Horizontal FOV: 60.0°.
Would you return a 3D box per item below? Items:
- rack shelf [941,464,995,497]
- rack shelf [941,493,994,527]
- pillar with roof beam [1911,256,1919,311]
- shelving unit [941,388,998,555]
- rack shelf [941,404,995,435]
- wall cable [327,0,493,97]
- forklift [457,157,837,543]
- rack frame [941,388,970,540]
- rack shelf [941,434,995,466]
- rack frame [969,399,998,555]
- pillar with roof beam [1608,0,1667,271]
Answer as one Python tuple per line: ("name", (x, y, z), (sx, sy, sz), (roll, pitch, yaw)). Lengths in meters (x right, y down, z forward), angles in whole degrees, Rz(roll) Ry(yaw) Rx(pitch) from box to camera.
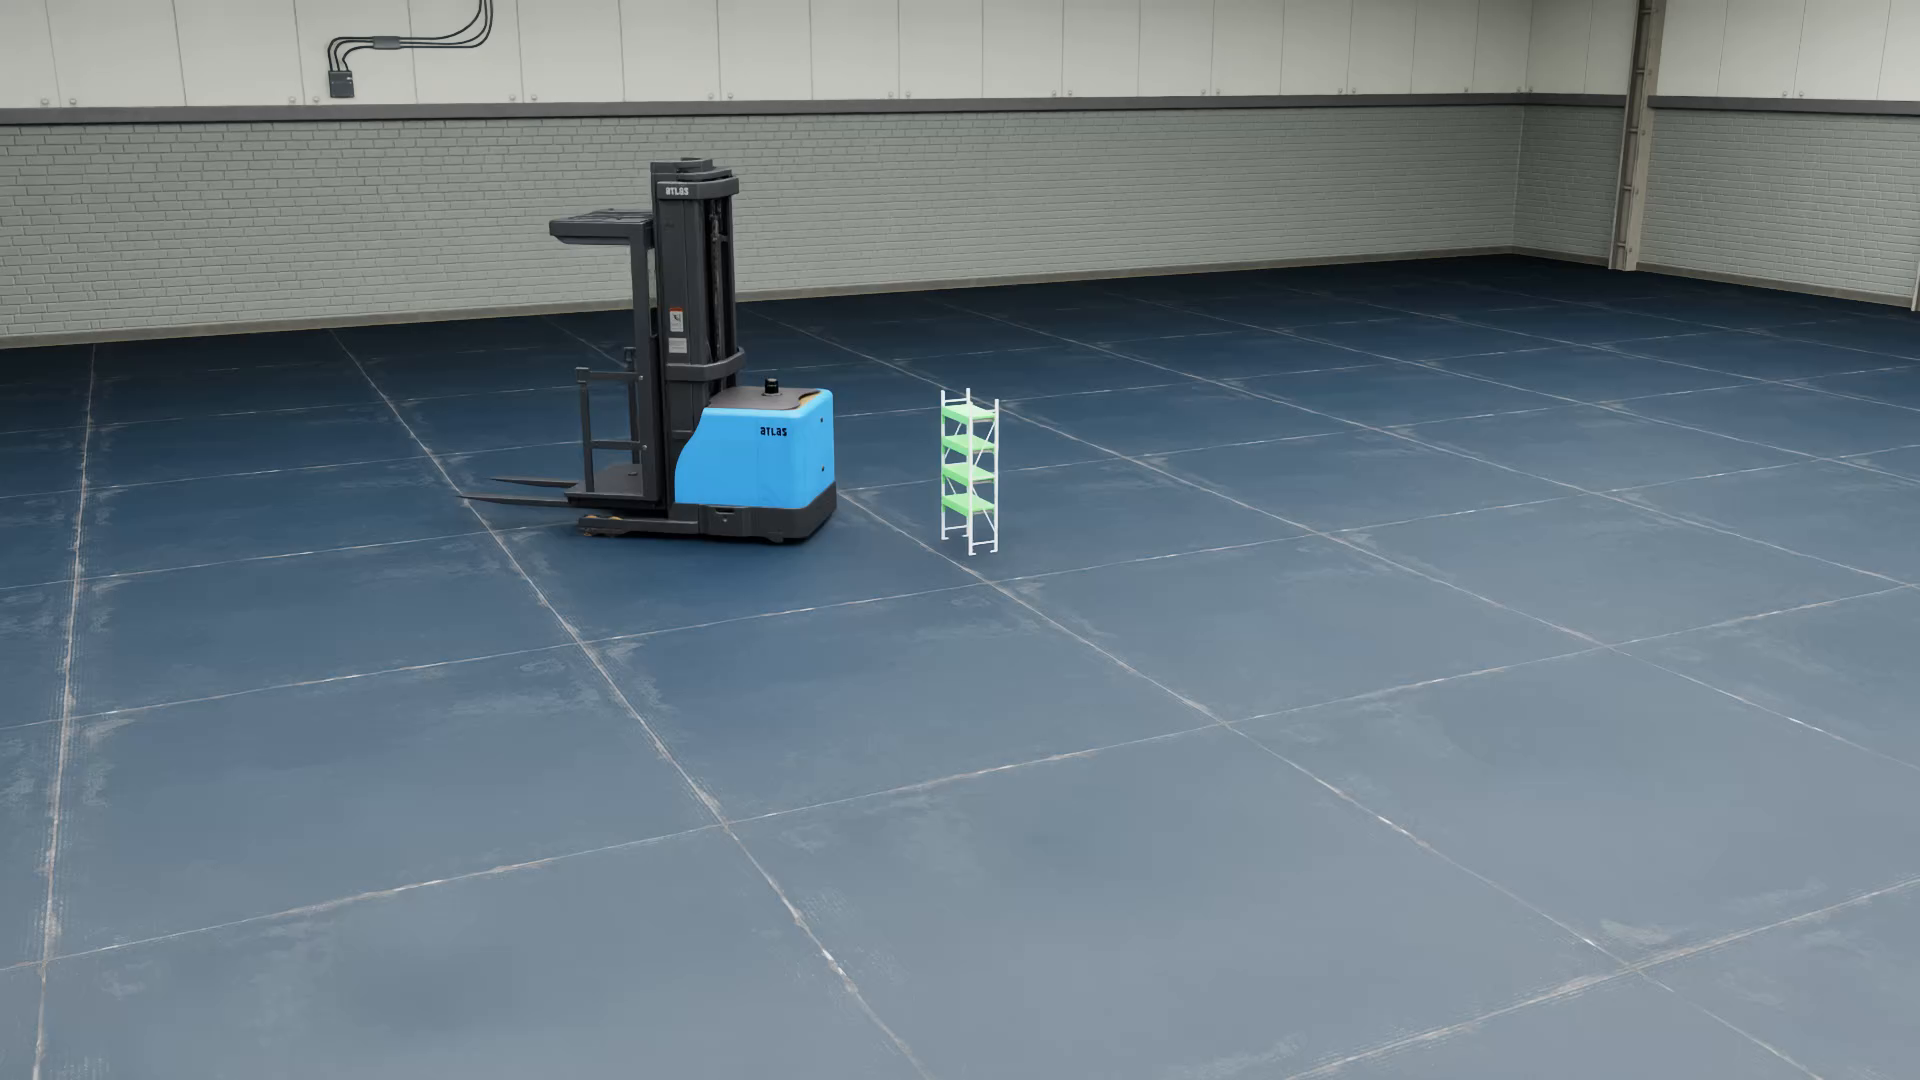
("rack shelf", (0.073, -0.474, 12.960), (0.258, 0.148, 0.480), (-8, 18, -25))
("rack shelf", (0.073, -0.244, 13.026), (0.258, 0.148, 0.480), (-8, 18, -25))
("pillar with roof beam", (10.951, -7.298, 22.369), (9.100, 9.000, 0.400), (-8, 18, -25))
("shelving unit", (0.073, -0.536, 12.942), (0.258, 1.200, 0.503), (-8, 18, -25))
("rack shelf", (0.073, -0.936, 12.827), (0.258, 0.148, 0.480), (-8, 18, -25))
("wall cable", (-7.685, -9.168, 22.719), (2.305, 6.003, 0.169), (-8, 18, -25))
("forklift", (-2.601, -1.568, 13.401), (3.031, 2.935, 1.130), (3, 16, 10))
("rack frame", (-0.034, -0.596, 13.153), (0.240, 1.200, 0.015), (-8, 18, -25))
("rack shelf", (0.073, -0.705, 12.894), (0.258, 0.148, 0.480), (-8, 18, -25))
("rack frame", (0.179, -0.475, 12.731), (0.240, 1.200, 0.015), (-8, 18, -25))
("pillar with roof beam", (8.322, -8.786, 27.553), (9.100, 9.000, 0.400), (-8, 18, -25))
